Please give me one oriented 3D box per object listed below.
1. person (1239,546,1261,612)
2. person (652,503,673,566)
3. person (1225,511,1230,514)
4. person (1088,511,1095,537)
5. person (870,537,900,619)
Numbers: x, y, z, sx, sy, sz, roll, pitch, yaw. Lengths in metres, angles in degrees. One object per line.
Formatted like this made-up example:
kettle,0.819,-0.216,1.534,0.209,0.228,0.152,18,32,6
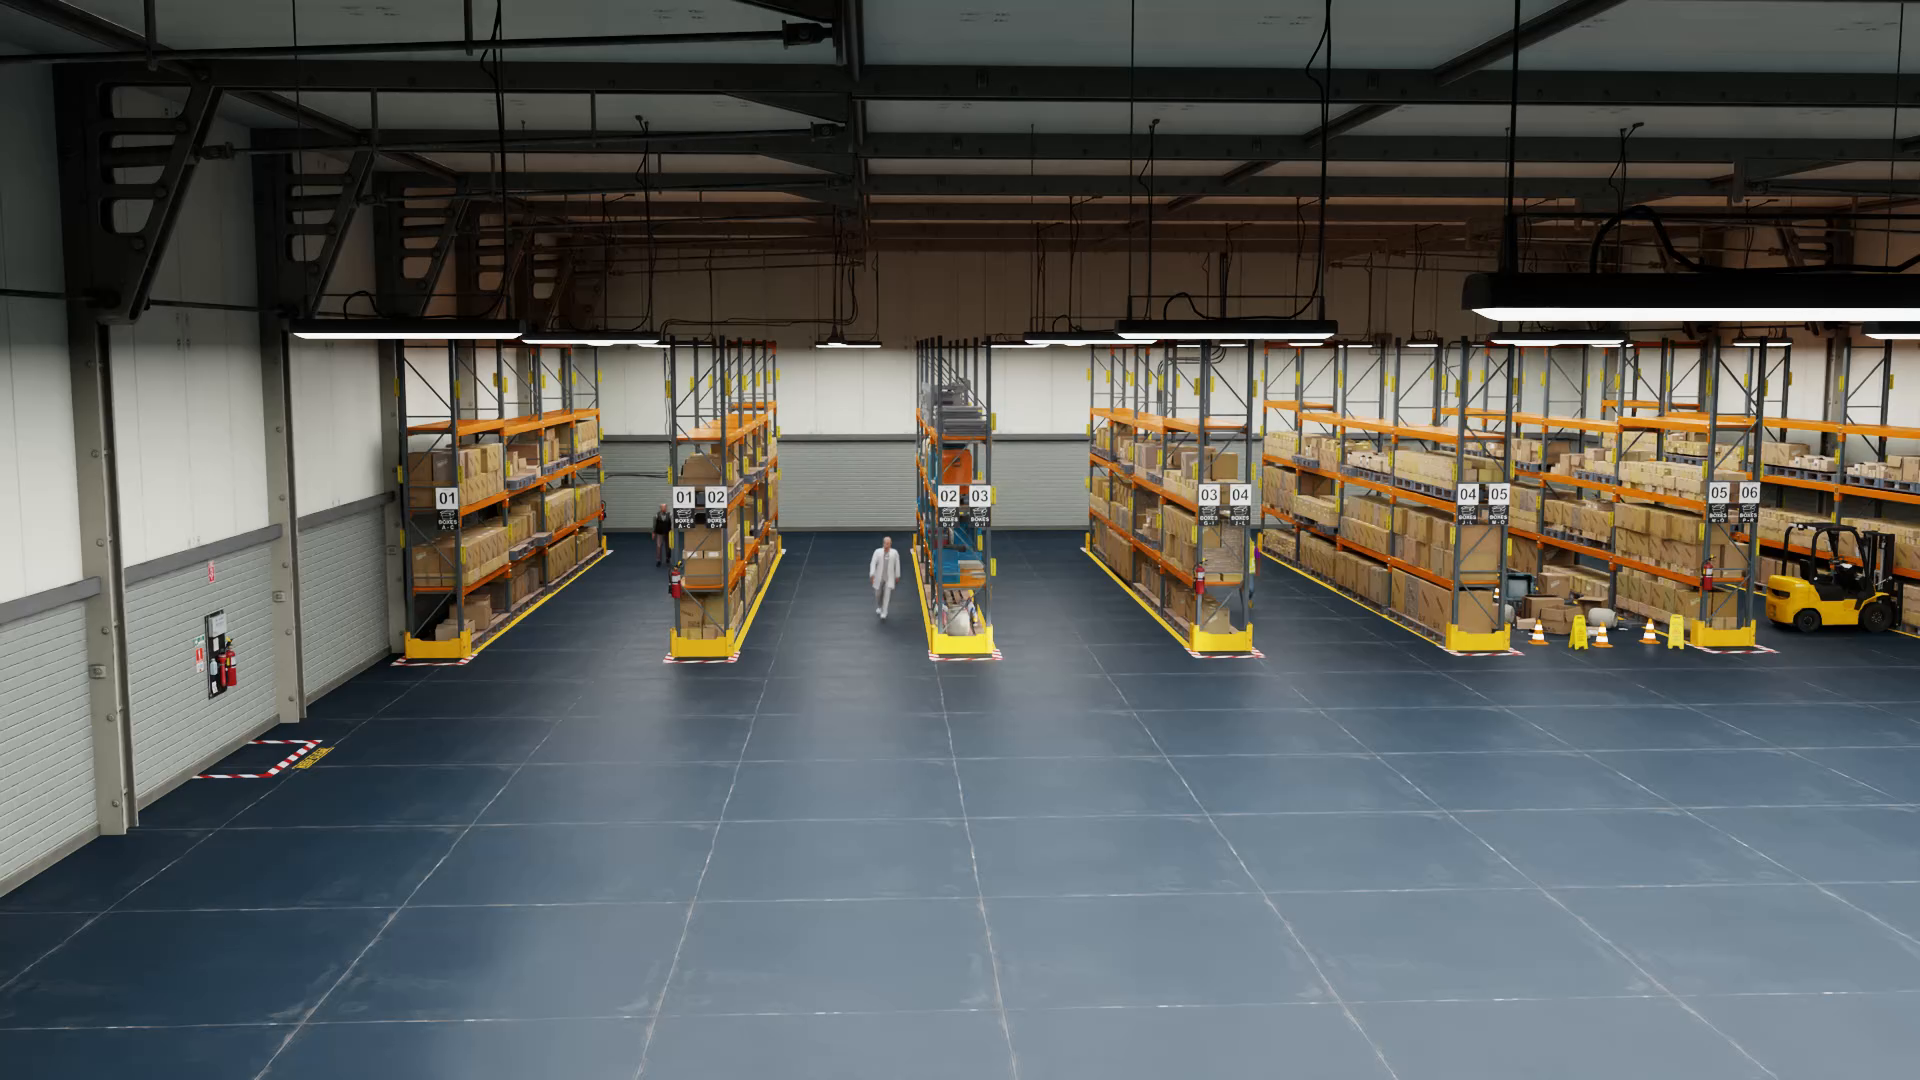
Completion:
person,6.299,0.701,36.679,0.636,1.739,0.678,1,7,8
person,-7.911,-0.157,44.303,0.611,1.655,1.082,-1,7,-8
person,8.207,-0.788,50.083,0.481,1.614,1.032,3,7,24
person,4.230,-0.916,51.290,0.461,1.597,1.047,3,7,26
person,-1.609,0.823,35.730,0.672,1.708,1.084,-1,7,-5
